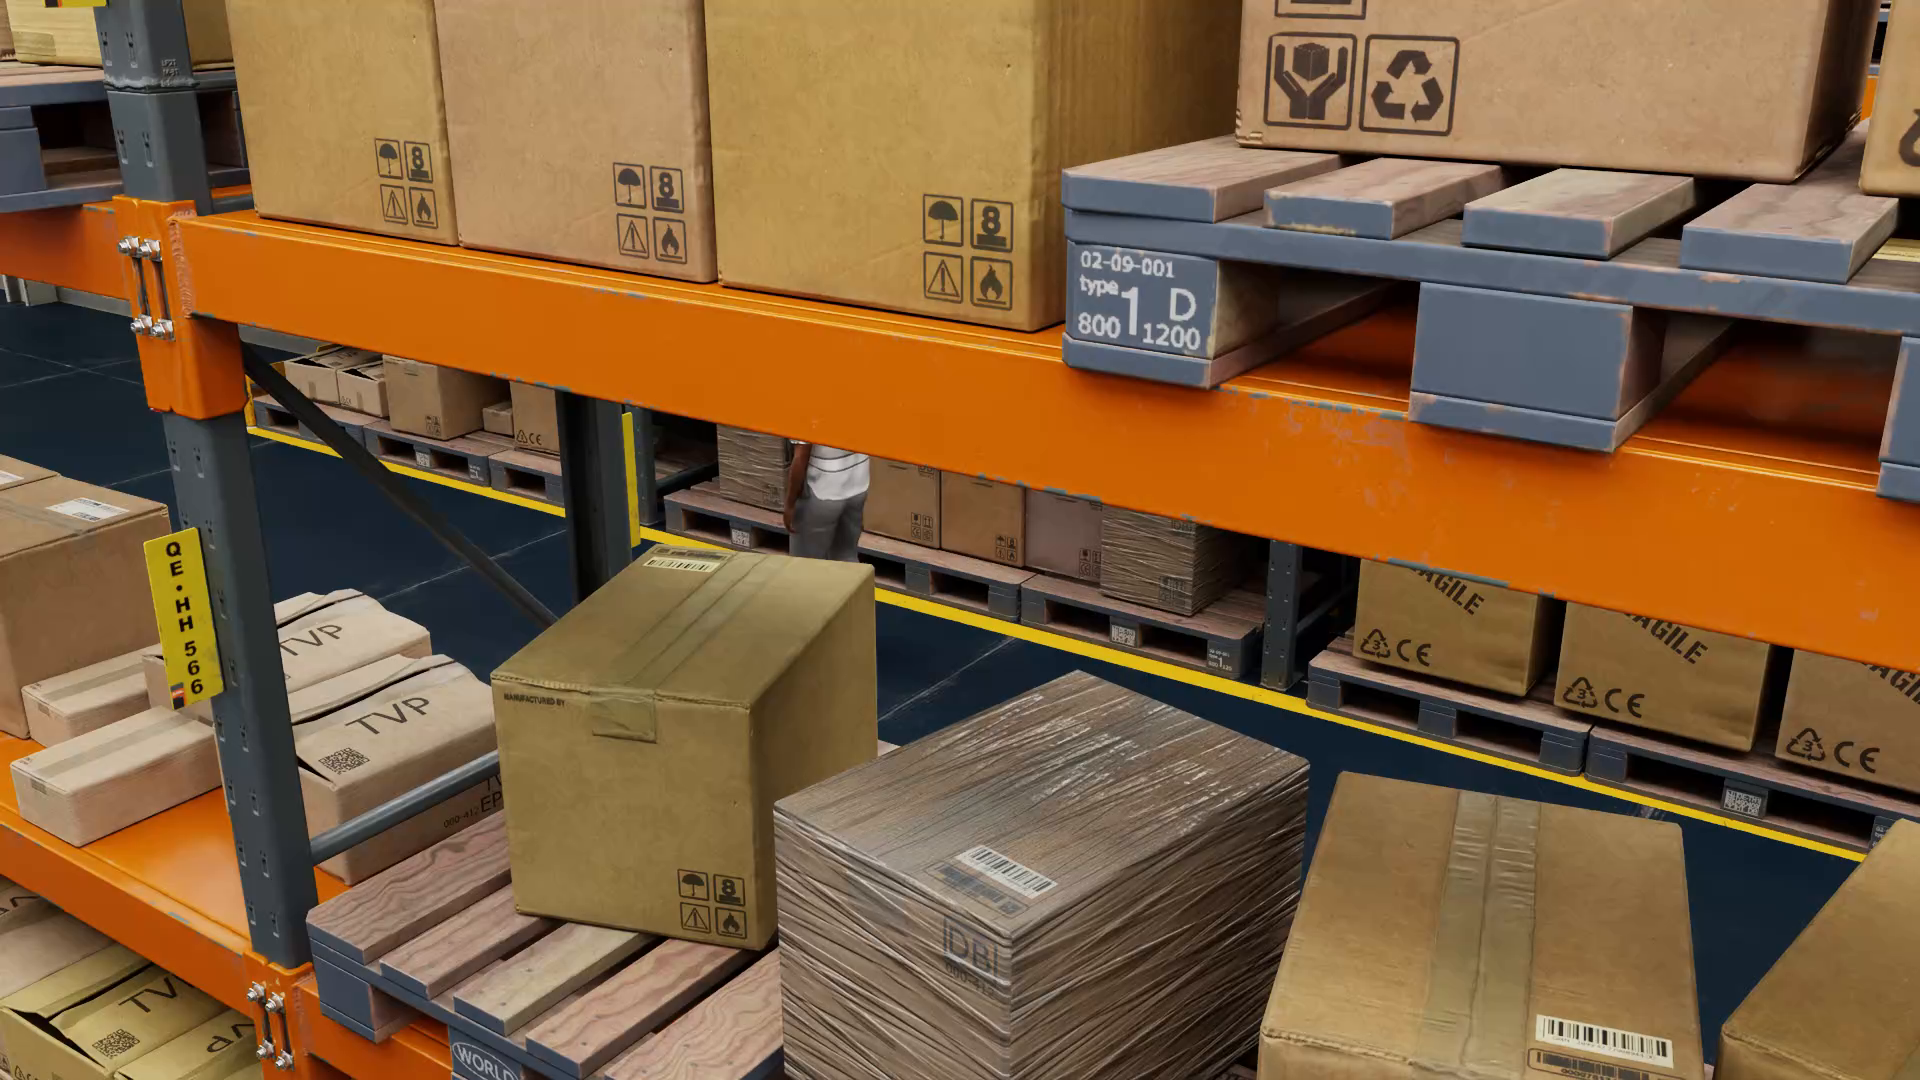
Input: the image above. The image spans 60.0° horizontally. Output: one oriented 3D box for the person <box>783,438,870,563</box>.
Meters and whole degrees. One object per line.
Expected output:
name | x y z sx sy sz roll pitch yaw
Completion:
person | -0.635 -0.221 7.683 0.417 1.658 0.520 12 23 31
